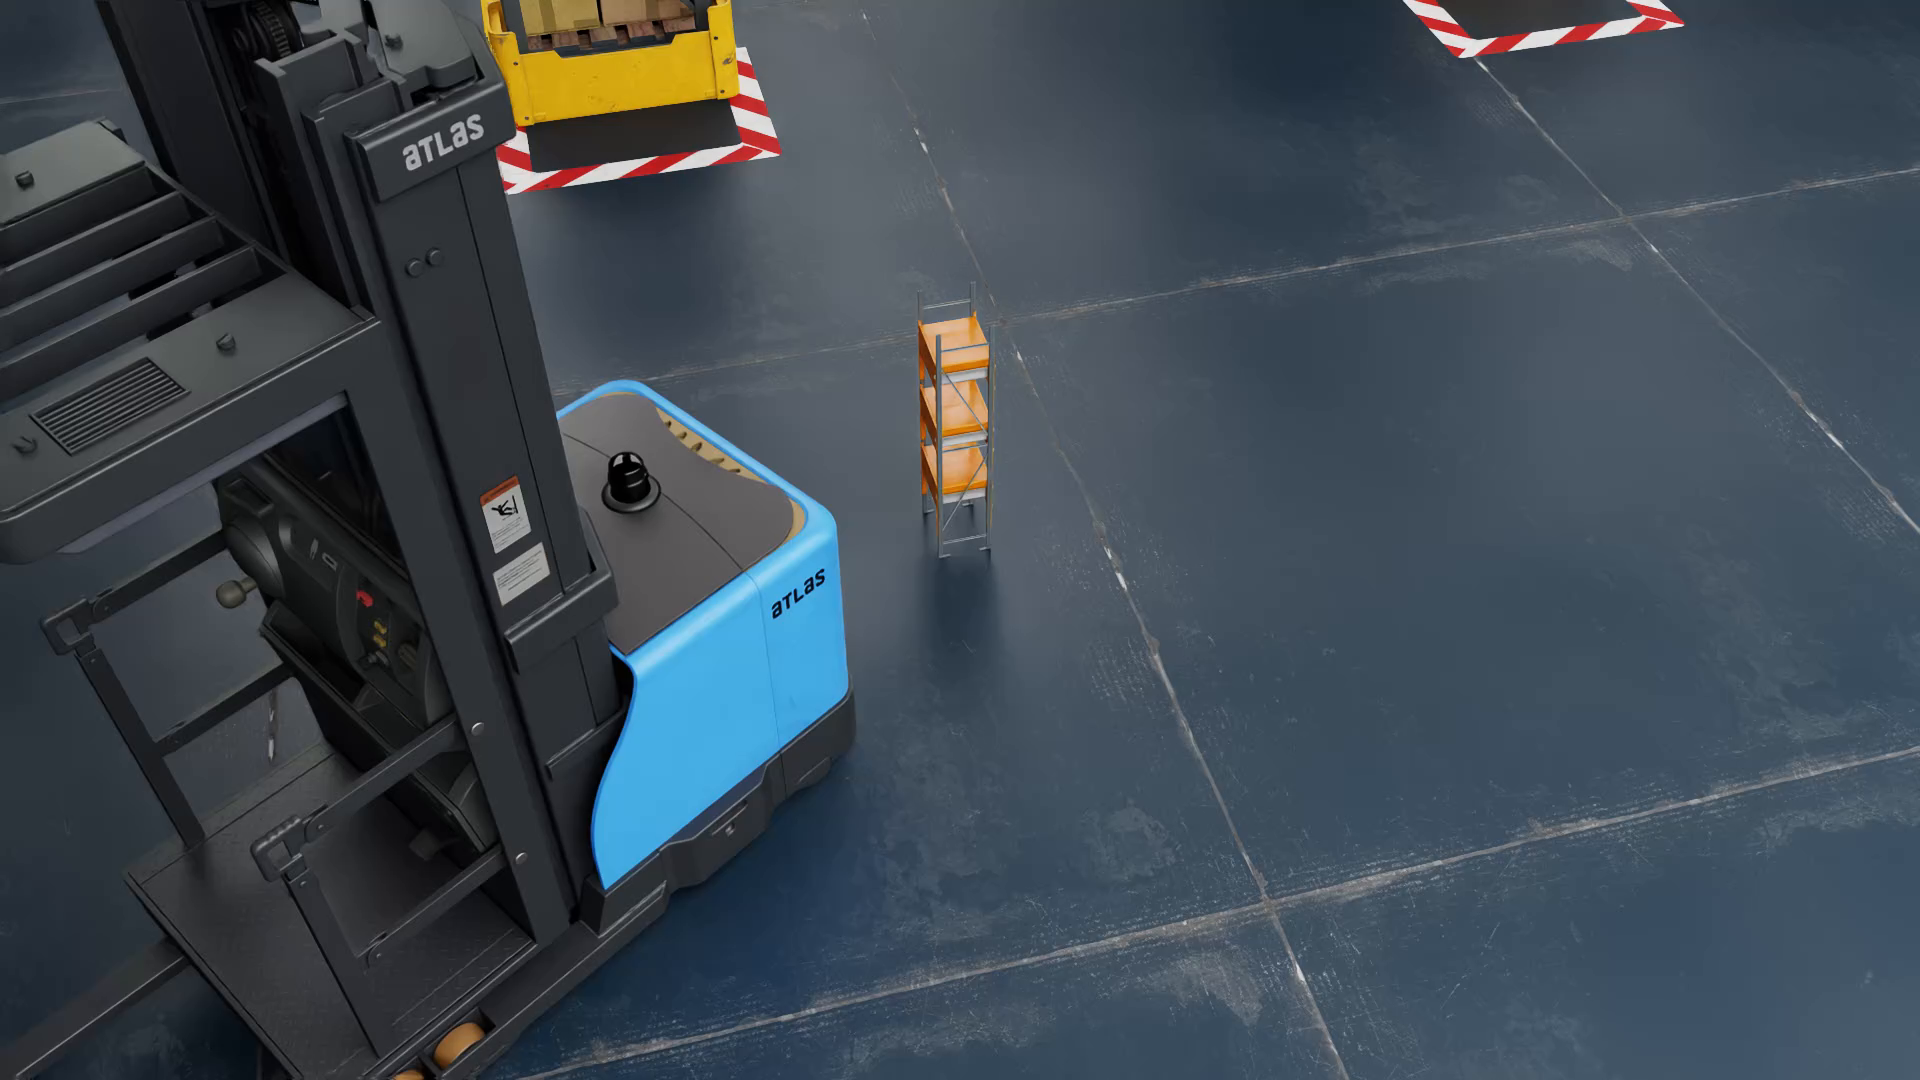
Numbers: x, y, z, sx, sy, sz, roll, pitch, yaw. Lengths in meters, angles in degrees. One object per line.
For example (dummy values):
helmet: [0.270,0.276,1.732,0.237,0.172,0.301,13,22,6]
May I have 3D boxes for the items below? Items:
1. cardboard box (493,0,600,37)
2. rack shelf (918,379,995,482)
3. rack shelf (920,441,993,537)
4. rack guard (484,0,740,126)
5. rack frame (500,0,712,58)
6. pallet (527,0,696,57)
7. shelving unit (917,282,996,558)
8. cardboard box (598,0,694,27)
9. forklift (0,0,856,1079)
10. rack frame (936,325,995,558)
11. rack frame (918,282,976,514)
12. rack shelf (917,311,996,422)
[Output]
cardboard box: [-2.148,-2.838,8.563,0.500,0.250,0.500,-11,47,-10]
rack shelf: [-0.014,-0.397,5.919,0.215,0.259,0.240,-11,47,-10]
rack shelf: [-0.014,-0.202,6.117,0.215,0.259,0.240,-11,47,-10]
rack guard: [-1.719,-2.446,8.297,1.175,0.500,0.348,-11,47,-10]
rack frame: [-1.725,-3.338,7.421,1.000,3.000,0.127,-11,47,-10]
pallet: [-1.962,-2.882,8.926,1.003,0.211,1.213,-11,47,-10]
shelving unit: [-0.014,-0.404,5.911,0.215,1.050,0.252,-11,47,-10]
cardboard box: [-1.648,-2.933,8.655,0.500,0.250,0.500,-11,47,-10]
forklift: [-1.712,0.198,4.004,1.130,2.935,3.031,33,54,28]
rack frame: [0.018,-0.320,5.829,0.200,1.050,0.008,-11,47,-10]
rack frame: [-0.045,-0.489,5.994,0.200,1.050,0.008,-11,47,-10]
rack shelf: [-0.014,-0.596,5.716,0.215,0.259,0.240,-11,47,-10]
